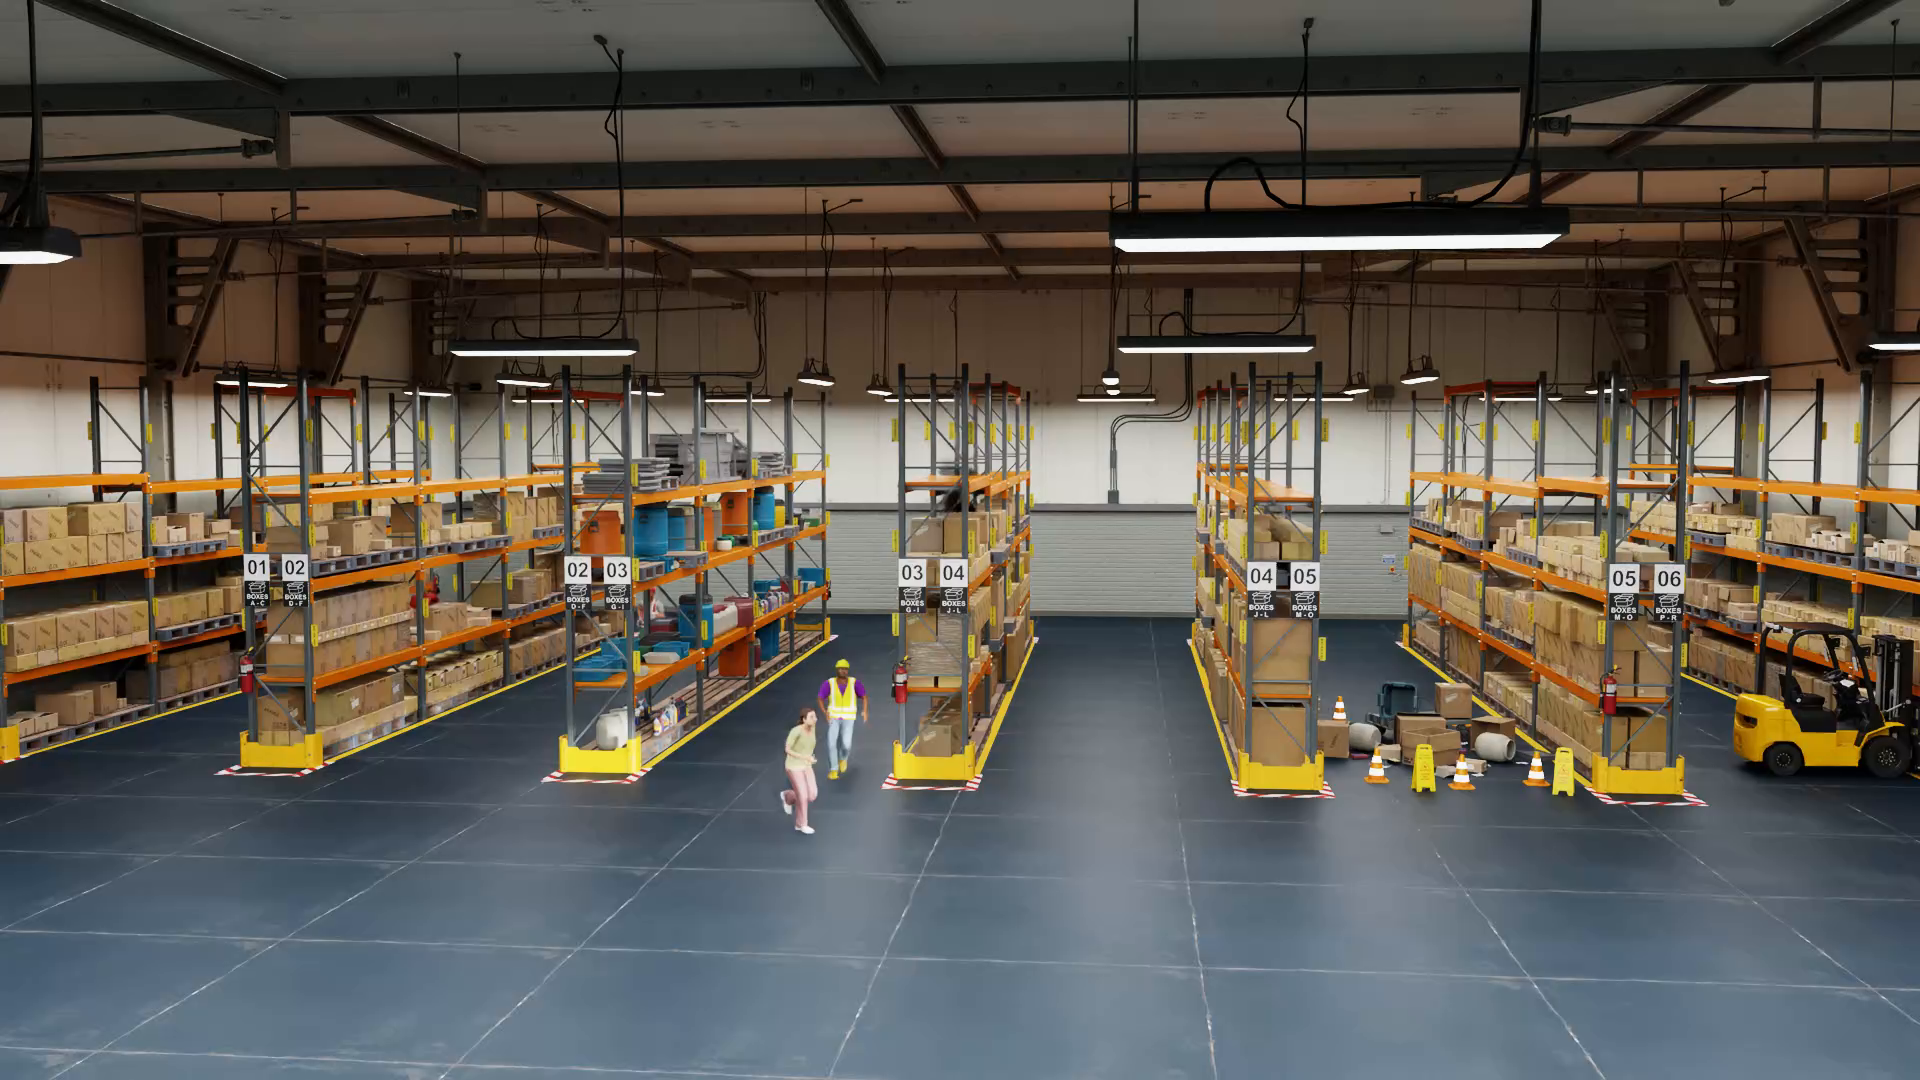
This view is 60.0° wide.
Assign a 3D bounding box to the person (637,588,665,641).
[{"bbox_3d":[-6.475,1.880,34.717,0.630,1.843,0.736,0,4,3],"label":"person"}]

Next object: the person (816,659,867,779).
[{"bbox_3d":[-1.717,2.600,24.177,0.741,1.729,0.495,0,4,-3],"label":"person"}]

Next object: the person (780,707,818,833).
[{"bbox_3d":[-2.012,2.873,20.860,0.677,1.602,0.562,3,5,43],"label":"person"}]

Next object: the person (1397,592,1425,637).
[{"bbox_3d":[11.044,1.520,40.282,0.923,1.769,0.705,2,4,26],"label":"person"}]

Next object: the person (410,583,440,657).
[{"bbox_3d":[-11.723,1.808,36.337,0.608,1.767,0.909,0,4,3],"label":"person"}]
